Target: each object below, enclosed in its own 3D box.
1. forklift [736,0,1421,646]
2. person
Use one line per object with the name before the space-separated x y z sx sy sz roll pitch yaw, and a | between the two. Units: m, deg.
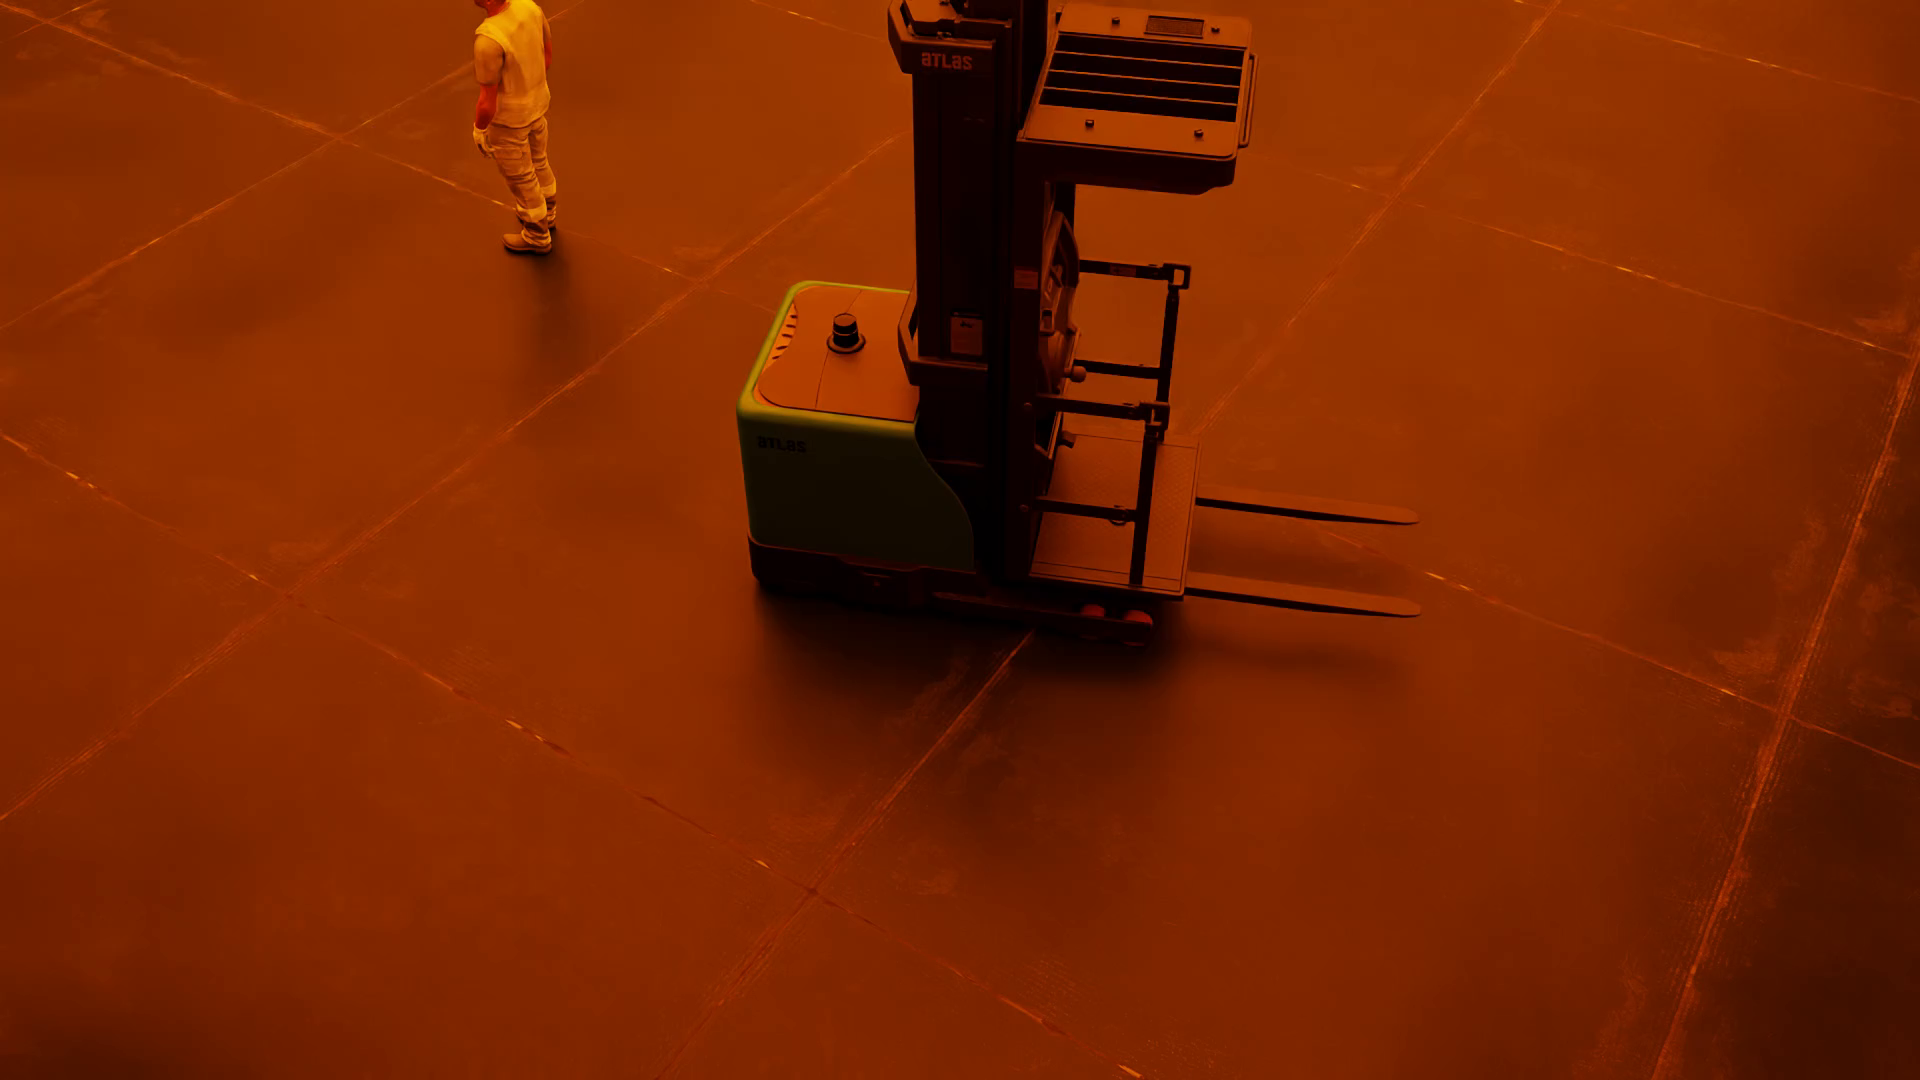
forklift | 0.598 -0.987 6.890 3.031 2.935 1.130 7 44 8
person | -2.519 -2.385 9.184 0.562 1.790 0.638 17 46 17
